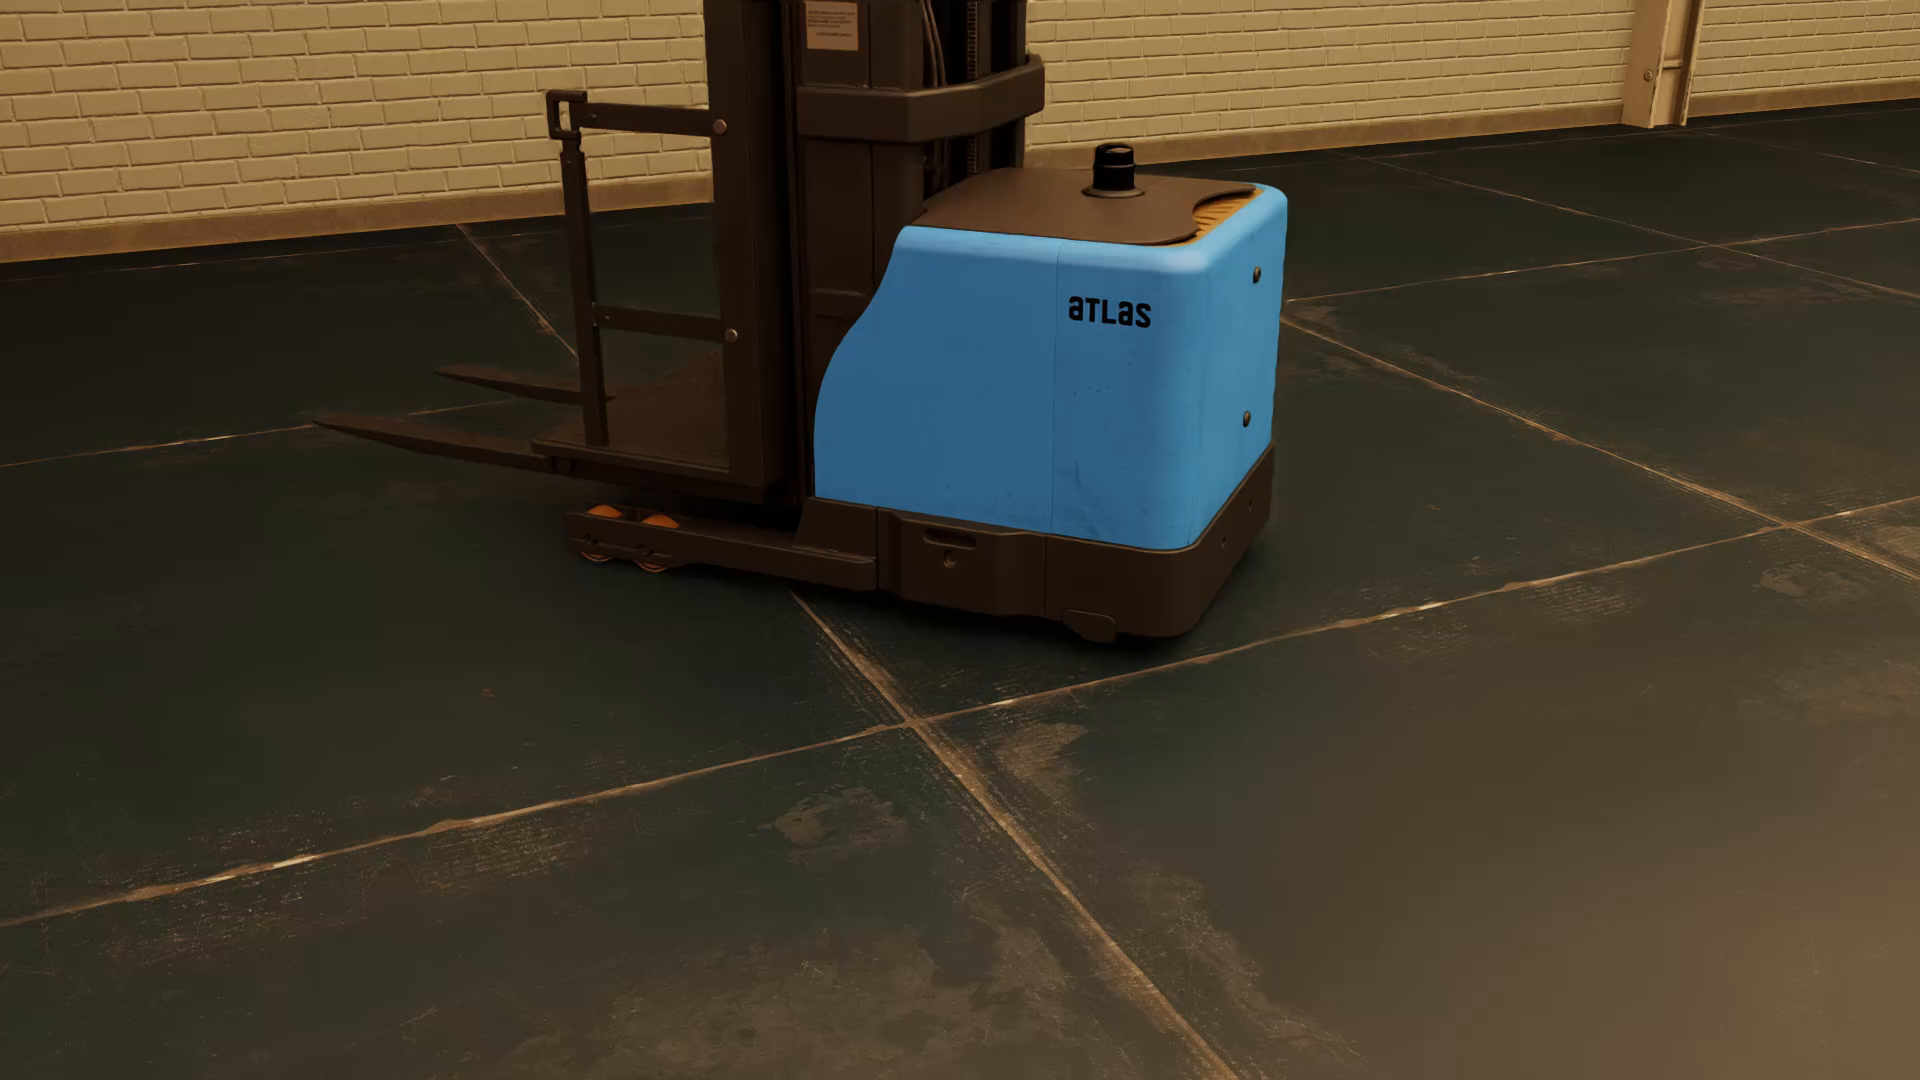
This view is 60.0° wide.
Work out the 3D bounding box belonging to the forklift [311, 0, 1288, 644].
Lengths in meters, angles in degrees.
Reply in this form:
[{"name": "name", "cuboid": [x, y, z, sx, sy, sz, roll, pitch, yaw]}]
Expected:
[{"name": "forklift", "cuboid": [-0.616, -1.433, 4.736, 3.031, 2.935, 1.130, 9, 24, 21]}]
